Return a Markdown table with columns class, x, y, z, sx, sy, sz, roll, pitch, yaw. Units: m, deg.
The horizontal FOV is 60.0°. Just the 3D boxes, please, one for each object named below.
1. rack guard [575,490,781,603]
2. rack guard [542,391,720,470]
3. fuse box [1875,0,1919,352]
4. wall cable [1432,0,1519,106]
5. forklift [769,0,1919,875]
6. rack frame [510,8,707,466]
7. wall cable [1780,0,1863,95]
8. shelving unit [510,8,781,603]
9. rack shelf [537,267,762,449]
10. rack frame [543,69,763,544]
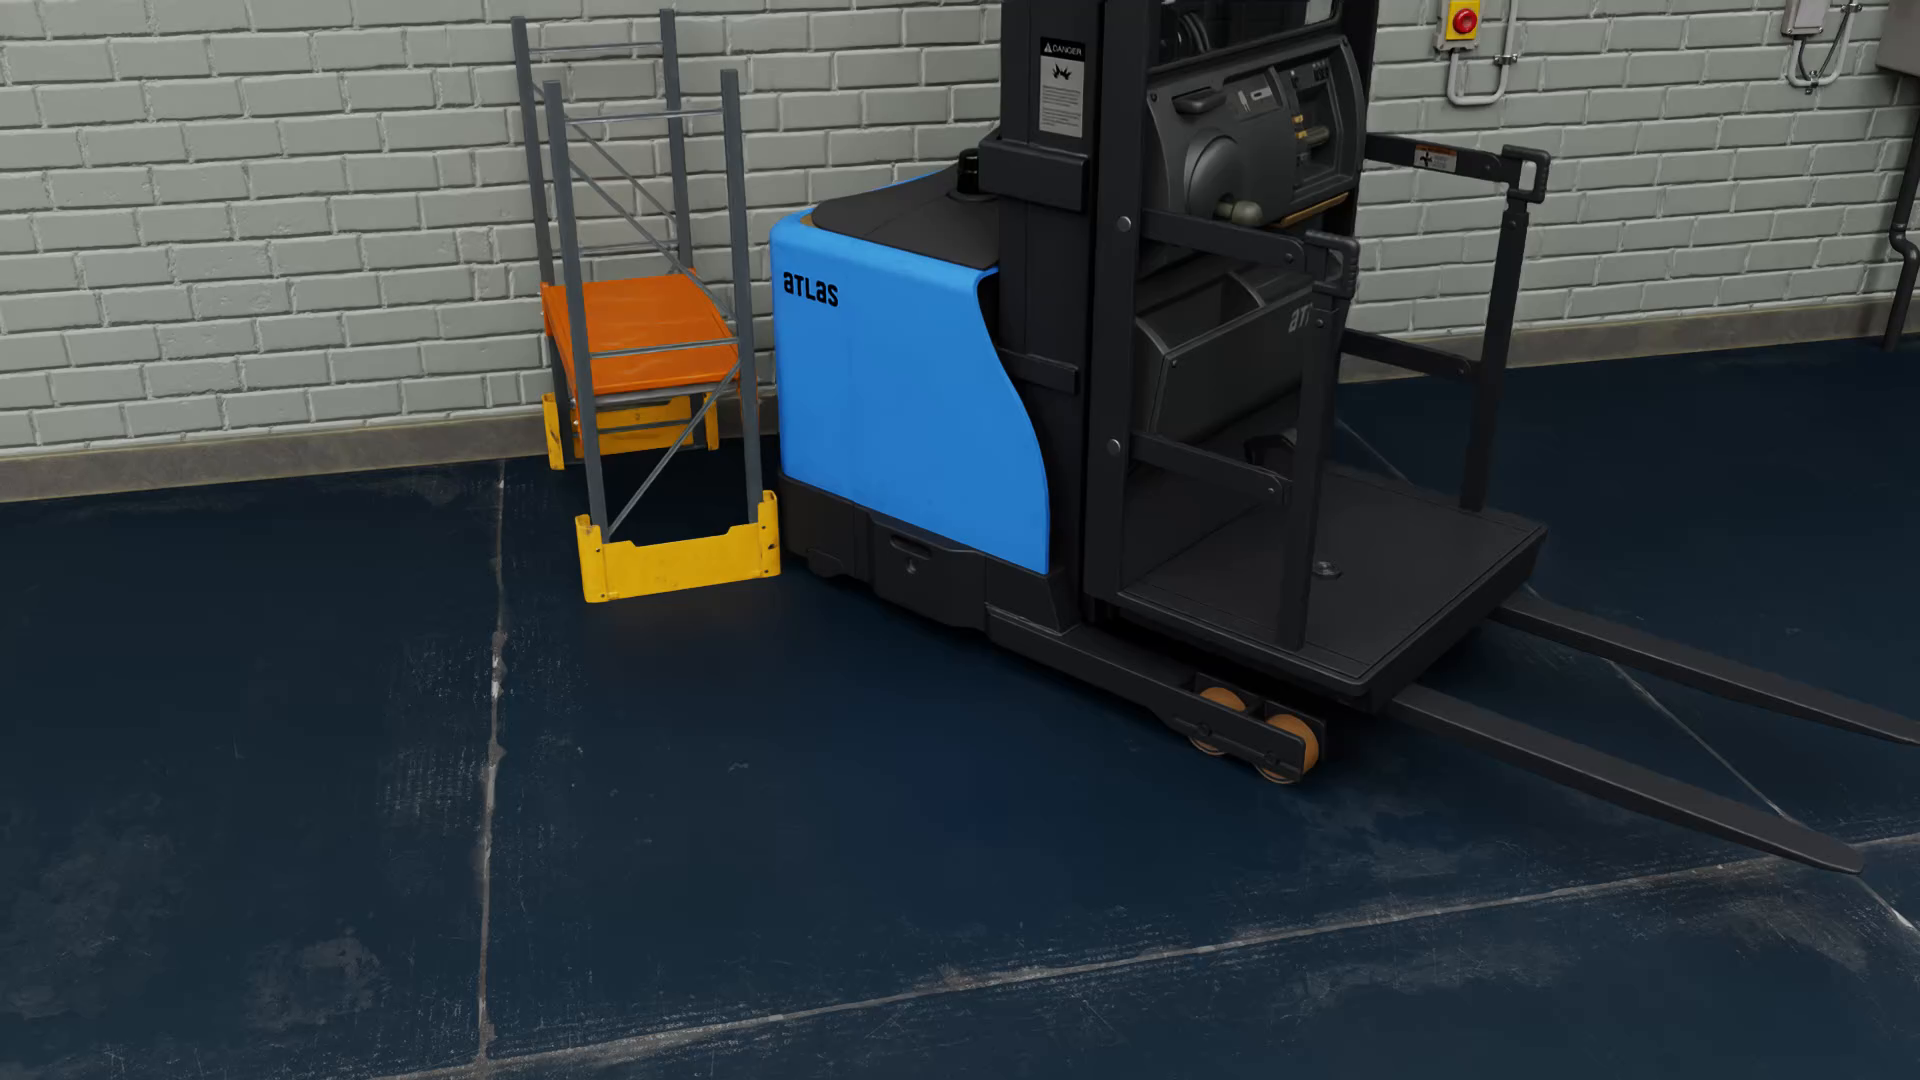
| class | x | y | z | sx | sy | sz | roll | pitch | yaw |
| --- | --- | --- | --- | --- | --- | --- | --- | --- | --- |
| rack guard | -0.830 | 0.018 | 4.938 | 0.587 | 0.250 | 0.087 | -8 | 28 | -16 |
| rack guard | -1.139 | -0.409 | 5.783 | 0.587 | 0.250 | 0.087 | -8 | 28 | -16 |
| fuse box | 3.825 | -1.532 | 6.386 | 0.539 | 1.711 | 0.414 | -6 | 27 | -12 |
| wall cable | 1.746 | -2.425 | 5.564 | 0.585 | 1.953 | 0.123 | -6 | 27 | -12 |
| forklift | 0.900 | -0.982 | 3.942 | 3.031 | 2.935 | 1.130 | 21 | 33 | 35 |
| rack frame | -1.140 | -0.967 | 5.502 | 0.500 | 1.500 | 0.032 | -8 | 28 | -16 |
| wall cable | 3.125 | -2.560 | 5.866 | 0.588 | 1.984 | 0.122 | -6 | 27 | -12 |
| shelving unit | -0.985 | -0.754 | 5.078 | 0.587 | 1.500 | 1.083 | -8 | 28 | -16 |
| rack shelf | -0.982 | -0.589 | 5.152 | 0.538 | 0.185 | 1.000 | -8 | 28 | -16 |
| rack frame | -0.824 | -0.532 | 4.639 | 0.500 | 1.500 | 0.032 | -8 | 28 | -16 |
